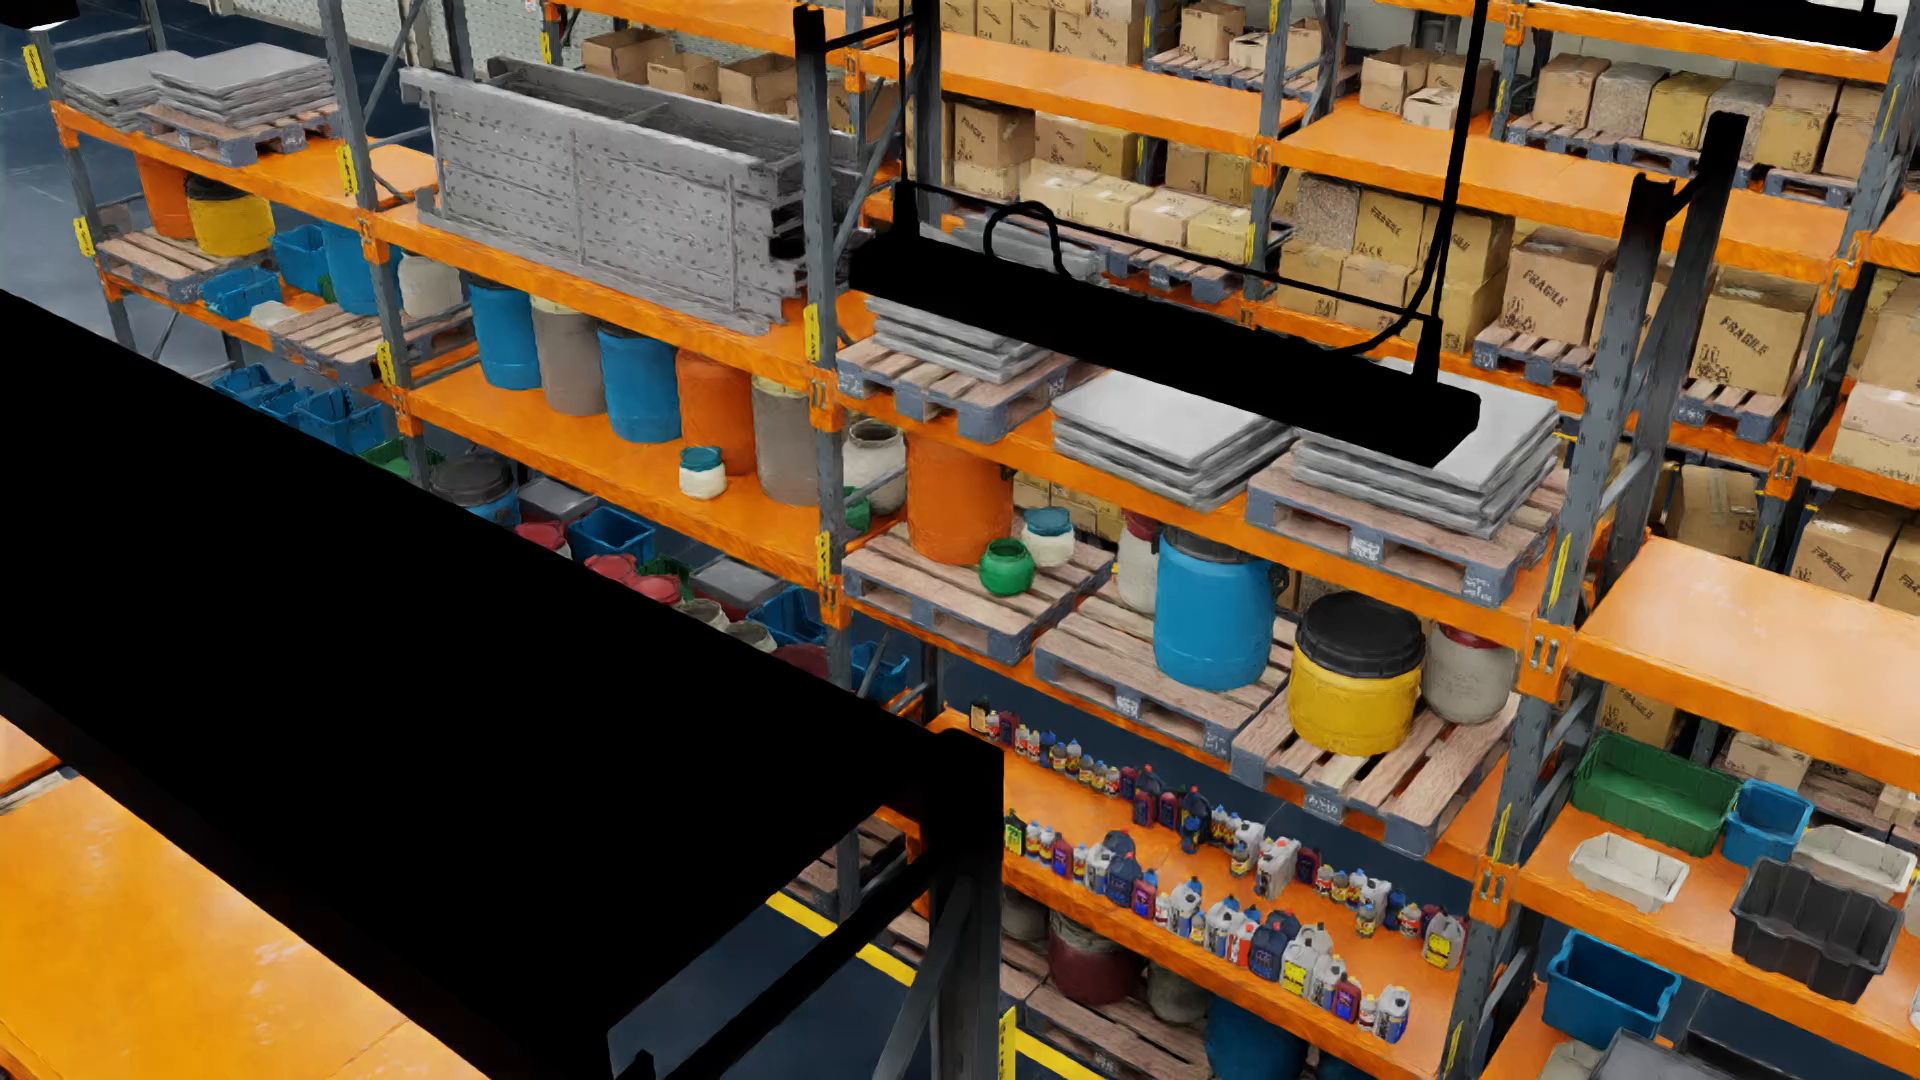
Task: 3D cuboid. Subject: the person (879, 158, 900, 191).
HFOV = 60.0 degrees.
[{"bbox_3d":[-0.774,-3.826,19.872,0.931,1.747,0.588,6,32,9],"label":"person"}]
